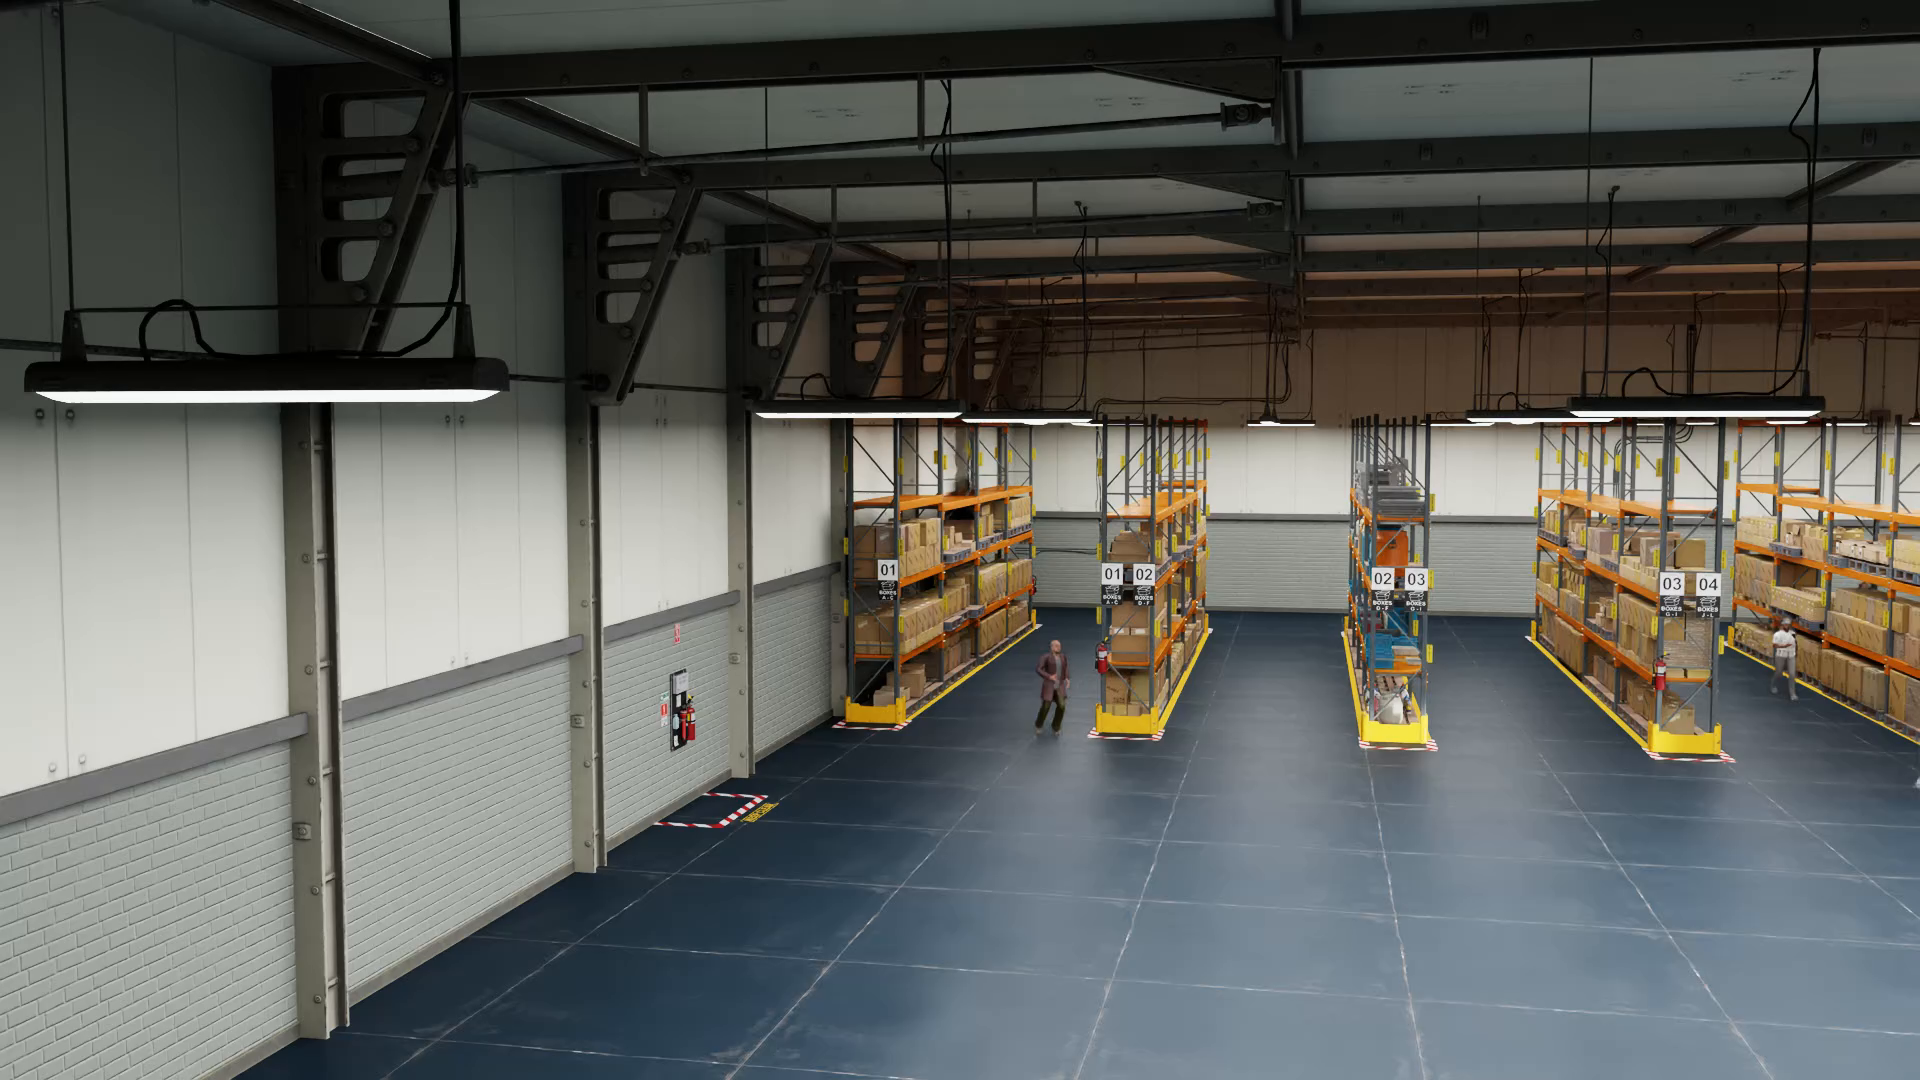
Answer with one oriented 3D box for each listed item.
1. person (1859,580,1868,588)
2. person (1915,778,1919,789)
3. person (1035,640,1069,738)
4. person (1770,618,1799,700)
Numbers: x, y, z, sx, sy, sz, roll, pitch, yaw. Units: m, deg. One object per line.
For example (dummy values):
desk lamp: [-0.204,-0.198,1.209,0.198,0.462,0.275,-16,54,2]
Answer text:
person: [24.591,1.888,45.095,0.739,1.681,0.653,0,4,-3]
person: [15.114,3.220,25.233,1.055,1.715,0.741,4,5,43]
person: [1.737,2.796,31.052,0.768,1.868,0.697,-2,4,-27]
person: [17.592,2.499,35.435,0.581,1.696,0.915,0,4,6]
